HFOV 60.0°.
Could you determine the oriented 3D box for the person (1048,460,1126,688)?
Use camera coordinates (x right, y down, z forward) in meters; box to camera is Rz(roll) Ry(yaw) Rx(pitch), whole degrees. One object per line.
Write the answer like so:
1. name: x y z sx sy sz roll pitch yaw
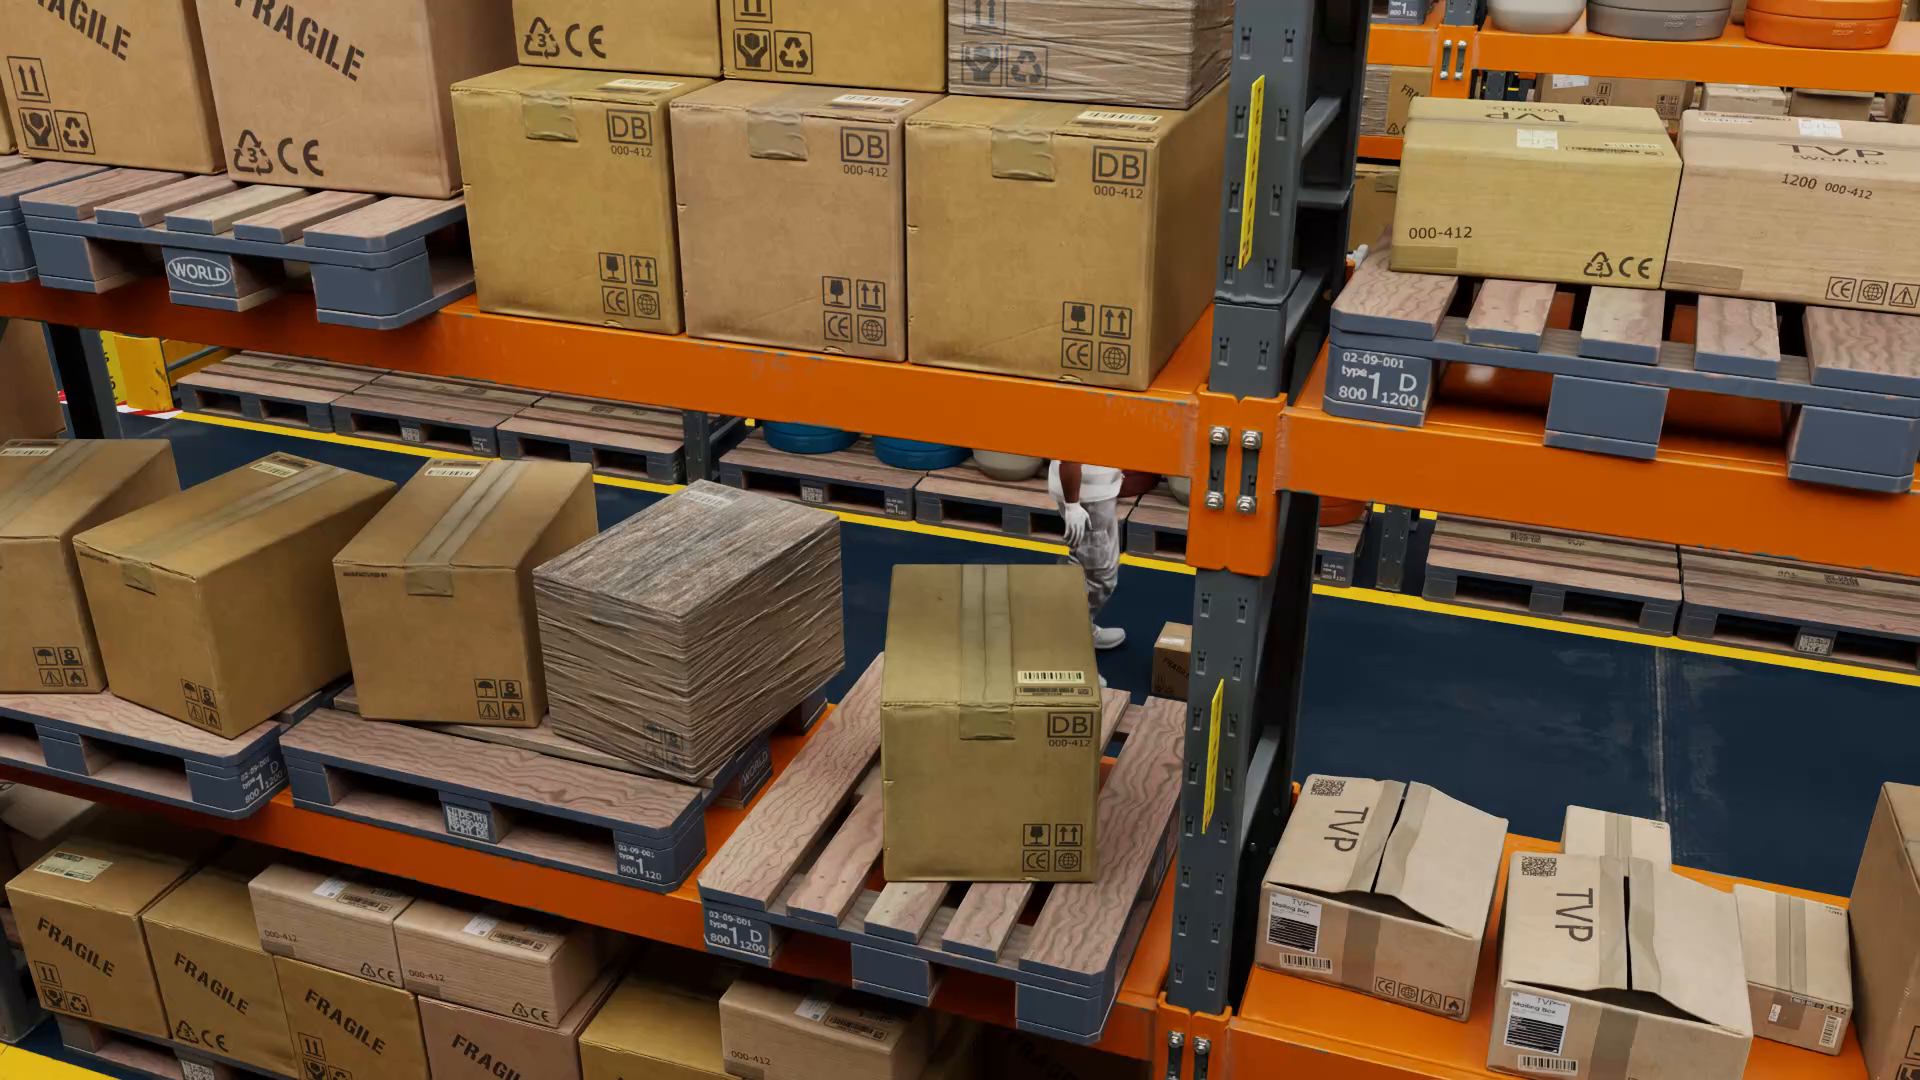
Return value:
1. person: 0.595 -0.219 7.536 0.396 1.792 0.666 2 26 3
